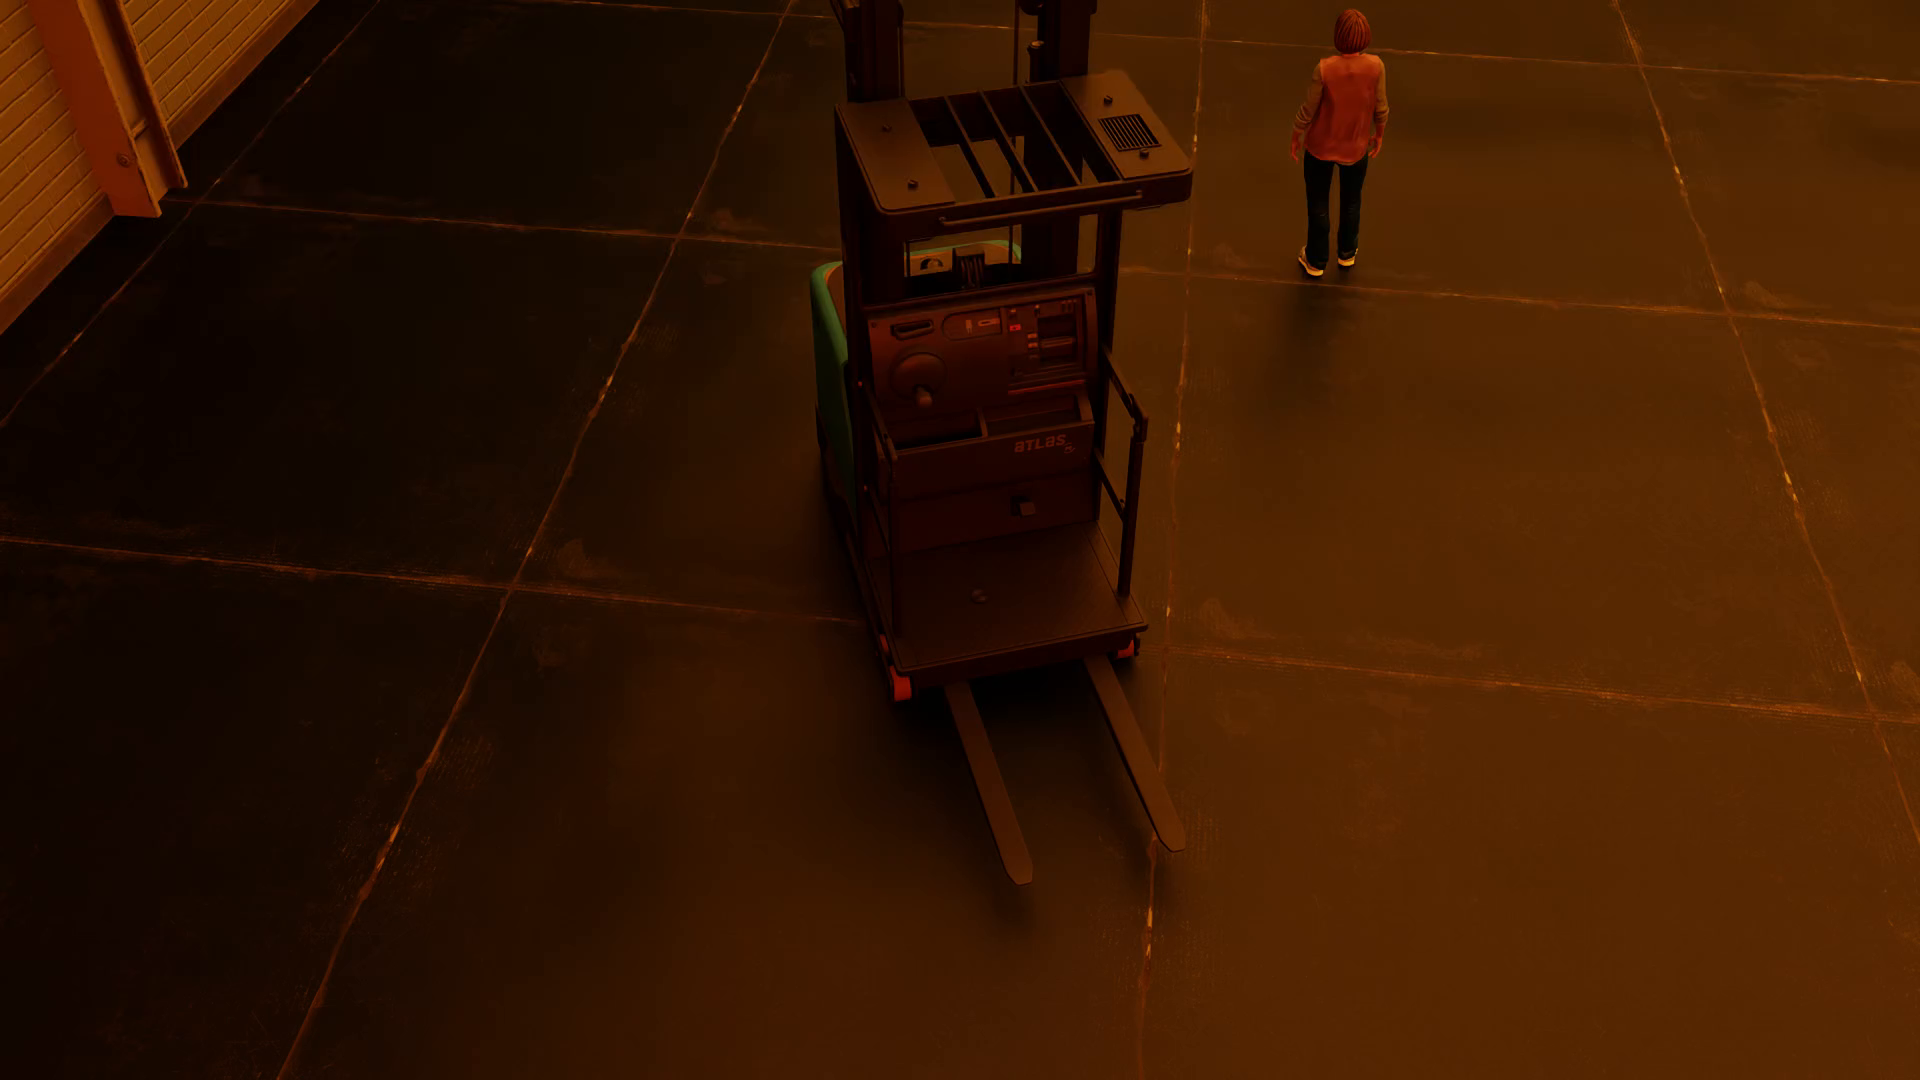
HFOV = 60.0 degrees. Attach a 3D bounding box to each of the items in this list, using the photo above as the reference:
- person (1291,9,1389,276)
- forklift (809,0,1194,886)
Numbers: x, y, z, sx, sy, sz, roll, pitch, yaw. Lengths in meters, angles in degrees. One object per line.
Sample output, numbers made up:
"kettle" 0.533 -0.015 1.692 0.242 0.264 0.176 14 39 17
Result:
"person" 2.052 -2.173 9.065 0.521 1.599 0.473 1 43 1
"forklift" 0.153 -0.681 6.465 1.130 2.935 3.031 -10 44 -11
